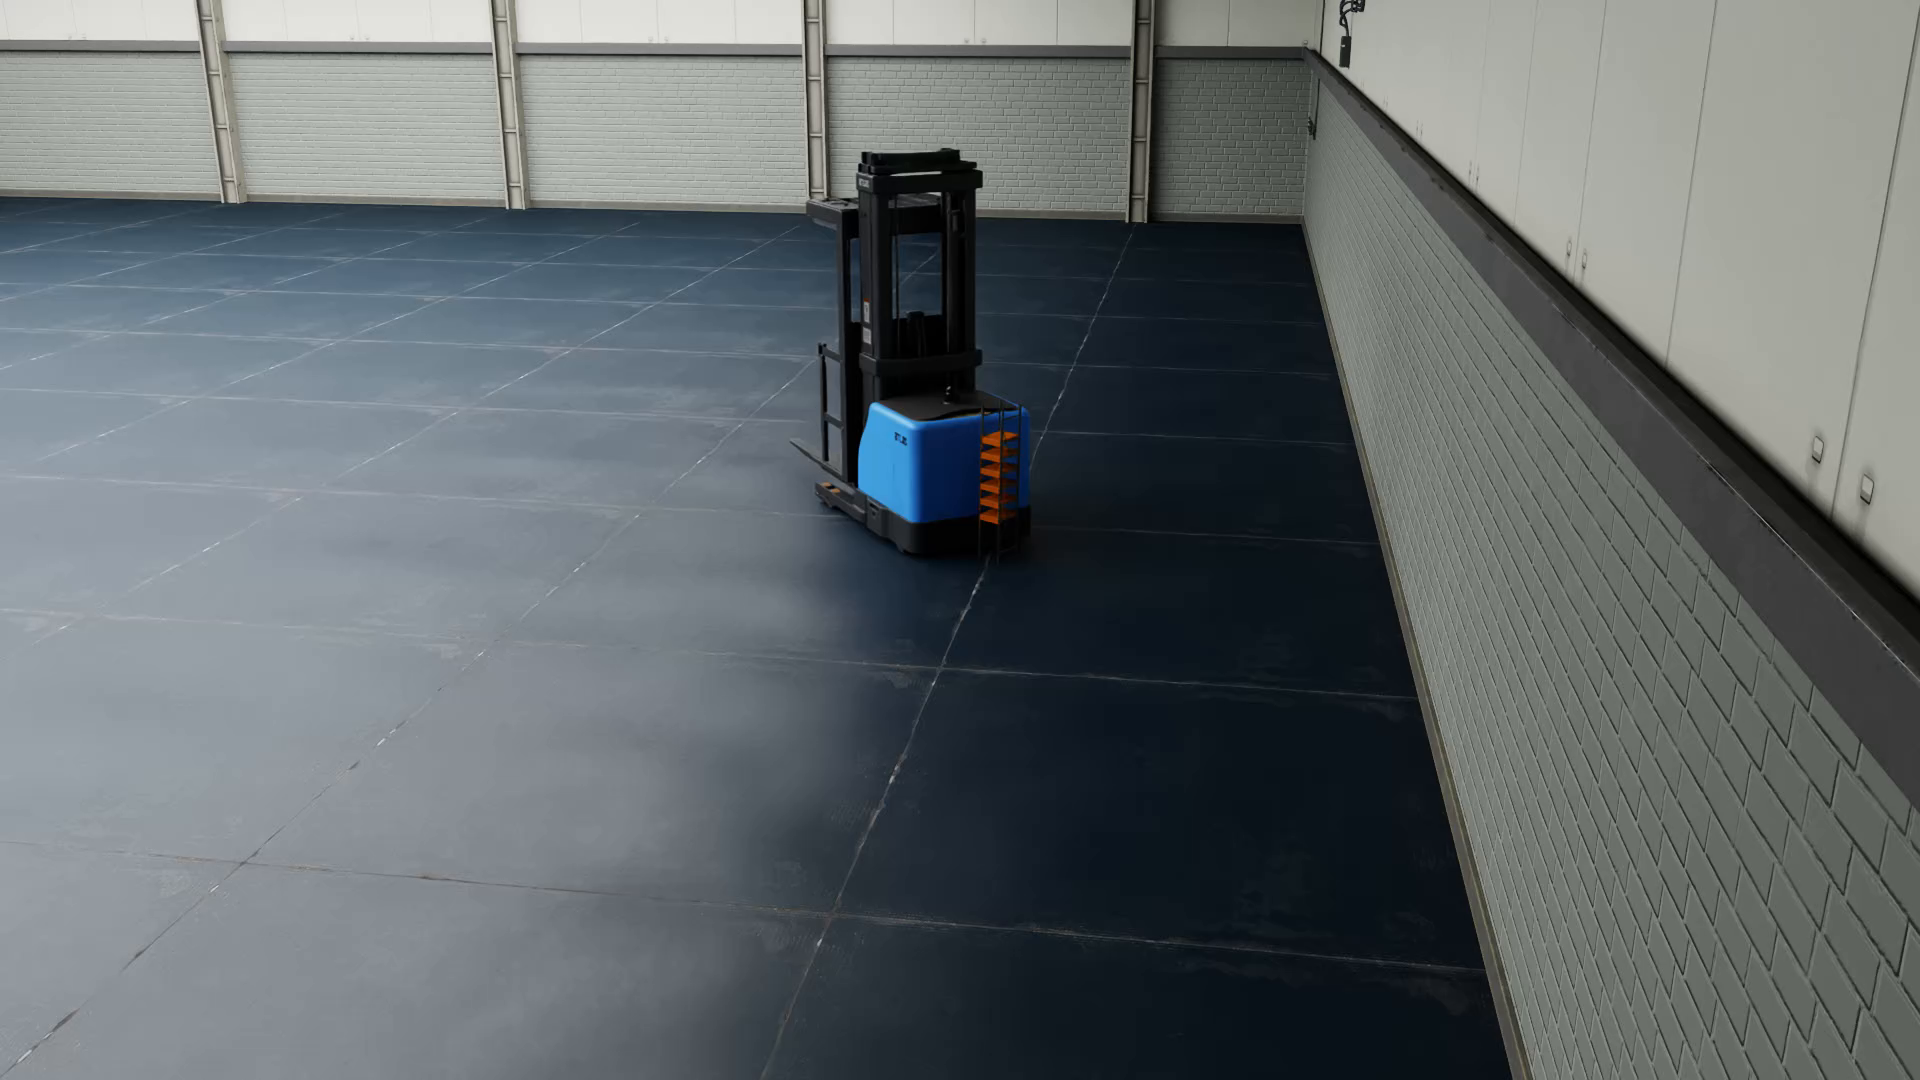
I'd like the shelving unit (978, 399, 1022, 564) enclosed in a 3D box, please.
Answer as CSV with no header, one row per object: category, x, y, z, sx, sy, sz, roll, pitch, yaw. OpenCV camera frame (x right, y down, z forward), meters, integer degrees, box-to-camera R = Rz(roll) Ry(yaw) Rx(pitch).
shelving unit,0.297,-0.434,12.468,0.189,1.200,0.258,16,24,36

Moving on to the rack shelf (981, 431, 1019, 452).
rack shelf,0.303,-0.731,12.364,0.180,0.103,0.258,16,24,36

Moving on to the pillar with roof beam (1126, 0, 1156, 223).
pillar with roof beam,2.571,-8.779,25.127,0.400,9.000,9.100,3,19,9

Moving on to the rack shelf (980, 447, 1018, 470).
rack shelf,0.301,-0.618,12.404,0.180,0.103,0.258,16,24,36

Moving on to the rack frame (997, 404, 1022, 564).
rack frame,0.369,-0.414,12.415,0.006,1.200,0.240,16,24,36

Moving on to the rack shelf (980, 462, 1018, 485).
rack shelf,0.299,-0.505,12.443,0.180,0.103,0.258,16,24,36

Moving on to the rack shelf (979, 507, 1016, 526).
rack shelf,0.292,-0.165,12.562,0.180,0.103,0.258,16,24,36

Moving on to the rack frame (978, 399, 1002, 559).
rack frame,0.226,-0.454,12.522,0.006,1.200,0.240,16,24,36

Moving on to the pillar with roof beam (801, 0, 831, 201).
pillar with roof beam,-3.353,-9.081,26.029,0.400,9.000,9.100,3,19,9

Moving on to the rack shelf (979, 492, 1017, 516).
rack shelf,0.294,-0.278,12.522,0.180,0.103,0.258,16,24,36

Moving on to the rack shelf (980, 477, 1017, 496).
rack shelf,0.297,-0.392,12.483,0.180,0.103,0.258,16,24,36

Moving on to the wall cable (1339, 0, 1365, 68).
wall cable,4.432,-8.205,18.050,0.169,6.003,2.305,3,19,9

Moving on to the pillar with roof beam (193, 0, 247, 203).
pillar with roof beam,-15.201,-9.685,27.834,0.400,9.000,9.100,3,19,9

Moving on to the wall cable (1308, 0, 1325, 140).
wall cable,5.953,-8.093,27.969,0.112,2.526,3.097,3,19,9

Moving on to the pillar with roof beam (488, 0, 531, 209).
pillar with roof beam,-9.277,-9.383,26.932,0.400,9.000,9.100,3,19,9

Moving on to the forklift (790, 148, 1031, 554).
forklift,-0.565,-1.710,13.561,1.130,2.935,3.031,-9,21,-25
